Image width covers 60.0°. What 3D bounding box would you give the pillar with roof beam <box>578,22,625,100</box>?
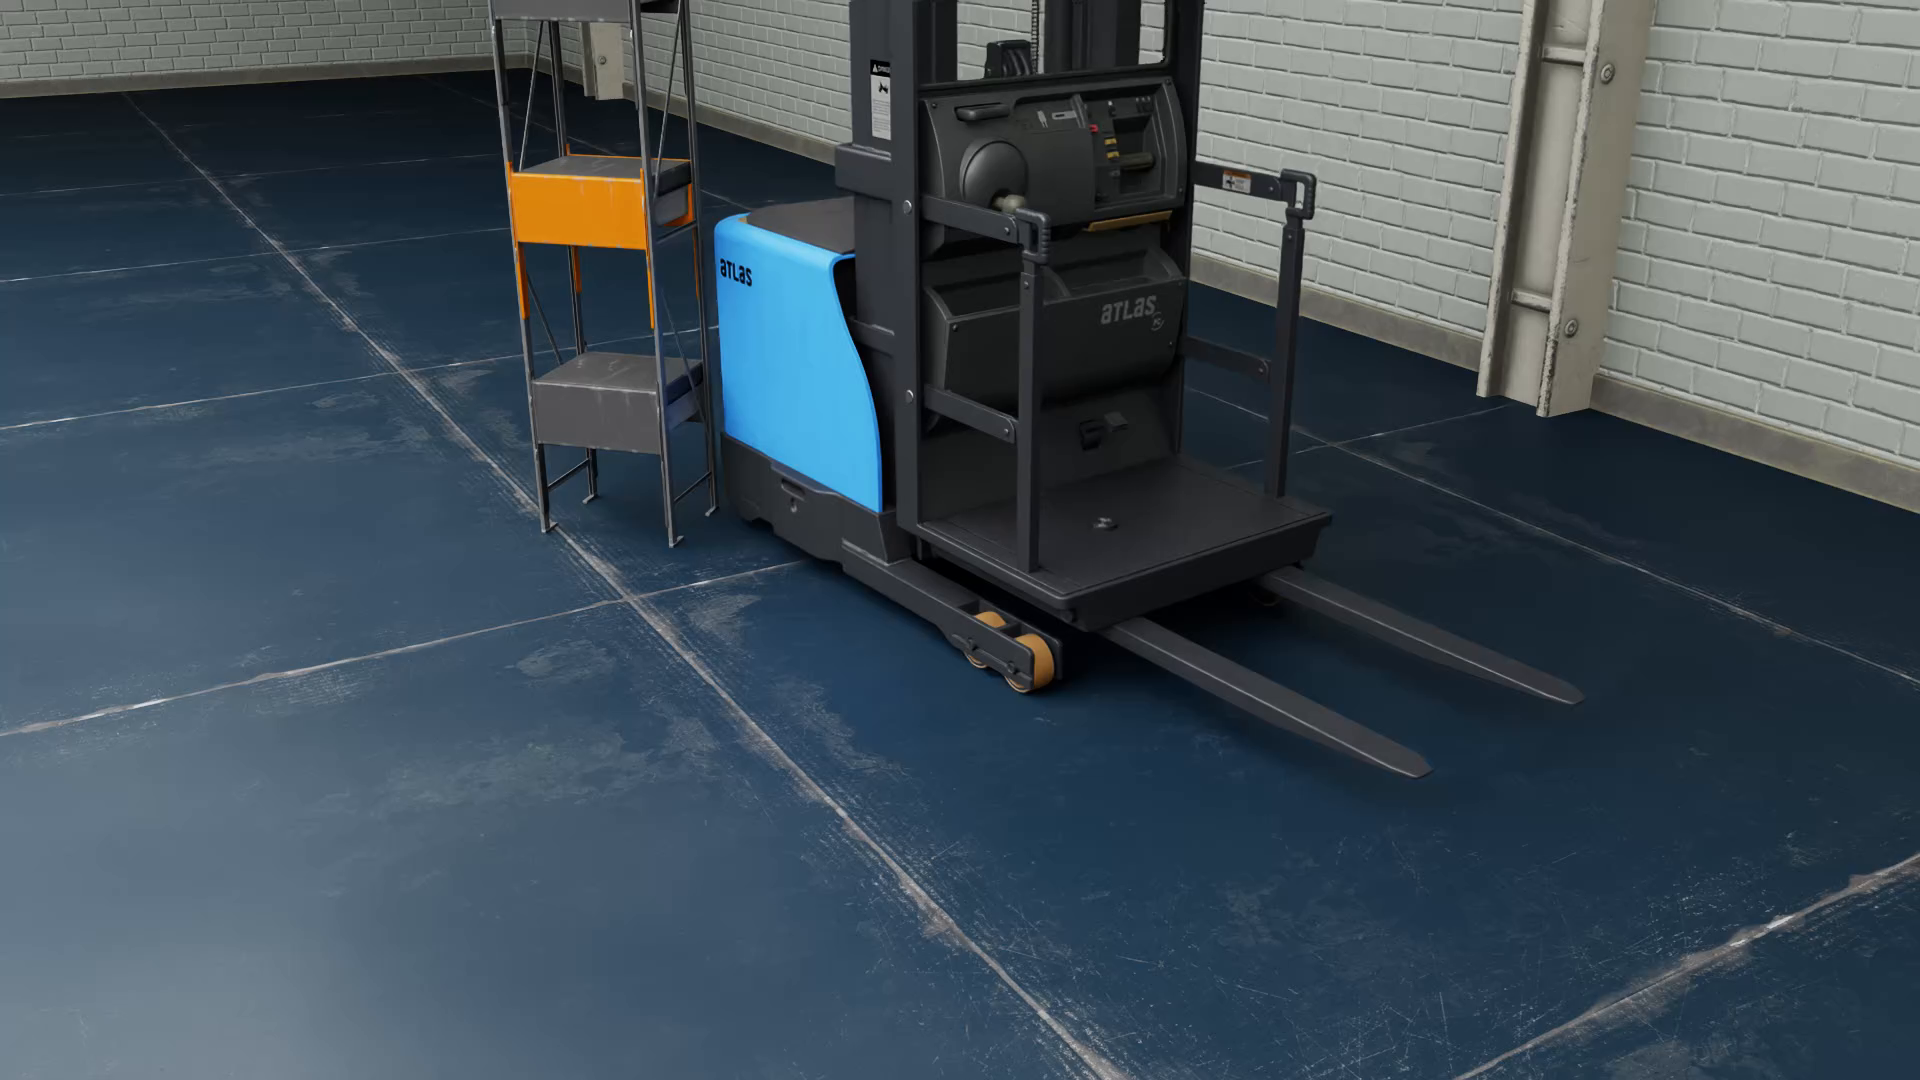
[{"bbox_3d":[-7.302,-7.841,13.151,9.100,9.000,0.400,-13,25,-28],"label":"pillar with roof beam"}]

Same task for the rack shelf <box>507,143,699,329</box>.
[{"bbox_3d":[-1.179,-1.030,5.592,0.480,0.518,0.431,6,23,14],"label":"rack shelf"}]

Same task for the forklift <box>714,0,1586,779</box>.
[{"bbox_3d":[0.425,-1.131,4.702,1.130,2.935,3.031,-16,27,-34],"label":"forklift"}]

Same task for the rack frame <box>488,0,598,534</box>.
[{"bbox_3d":[-1.415,-1.067,5.647,0.015,2.100,0.400,6,23,14],"label":"rack frame"}]

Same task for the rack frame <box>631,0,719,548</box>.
[{"bbox_3d":[-0.944,-1.018,5.527,0.015,2.100,0.400,6,23,14],"label":"rack frame"}]

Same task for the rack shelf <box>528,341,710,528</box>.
[{"bbox_3d":[-1.179,-0.381,5.856,0.480,0.518,0.431,6,23,14],"label":"rack shelf"}]

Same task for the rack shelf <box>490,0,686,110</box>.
[{"bbox_3d":[-1.179,-1.678,5.329,0.480,0.518,0.431,6,23,14],"label":"rack shelf"}]

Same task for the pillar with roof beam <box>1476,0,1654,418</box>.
[{"bbox_3d":[-1.172,-3.956,3.594,9.100,9.000,0.400,-13,25,-28],"label":"pillar with roof beam"}]

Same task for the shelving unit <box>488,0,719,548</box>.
[{"bbox_3d":[-1.179,-1.042,5.587,0.503,2.100,0.431,6,23,14],"label":"shelving unit"}]
